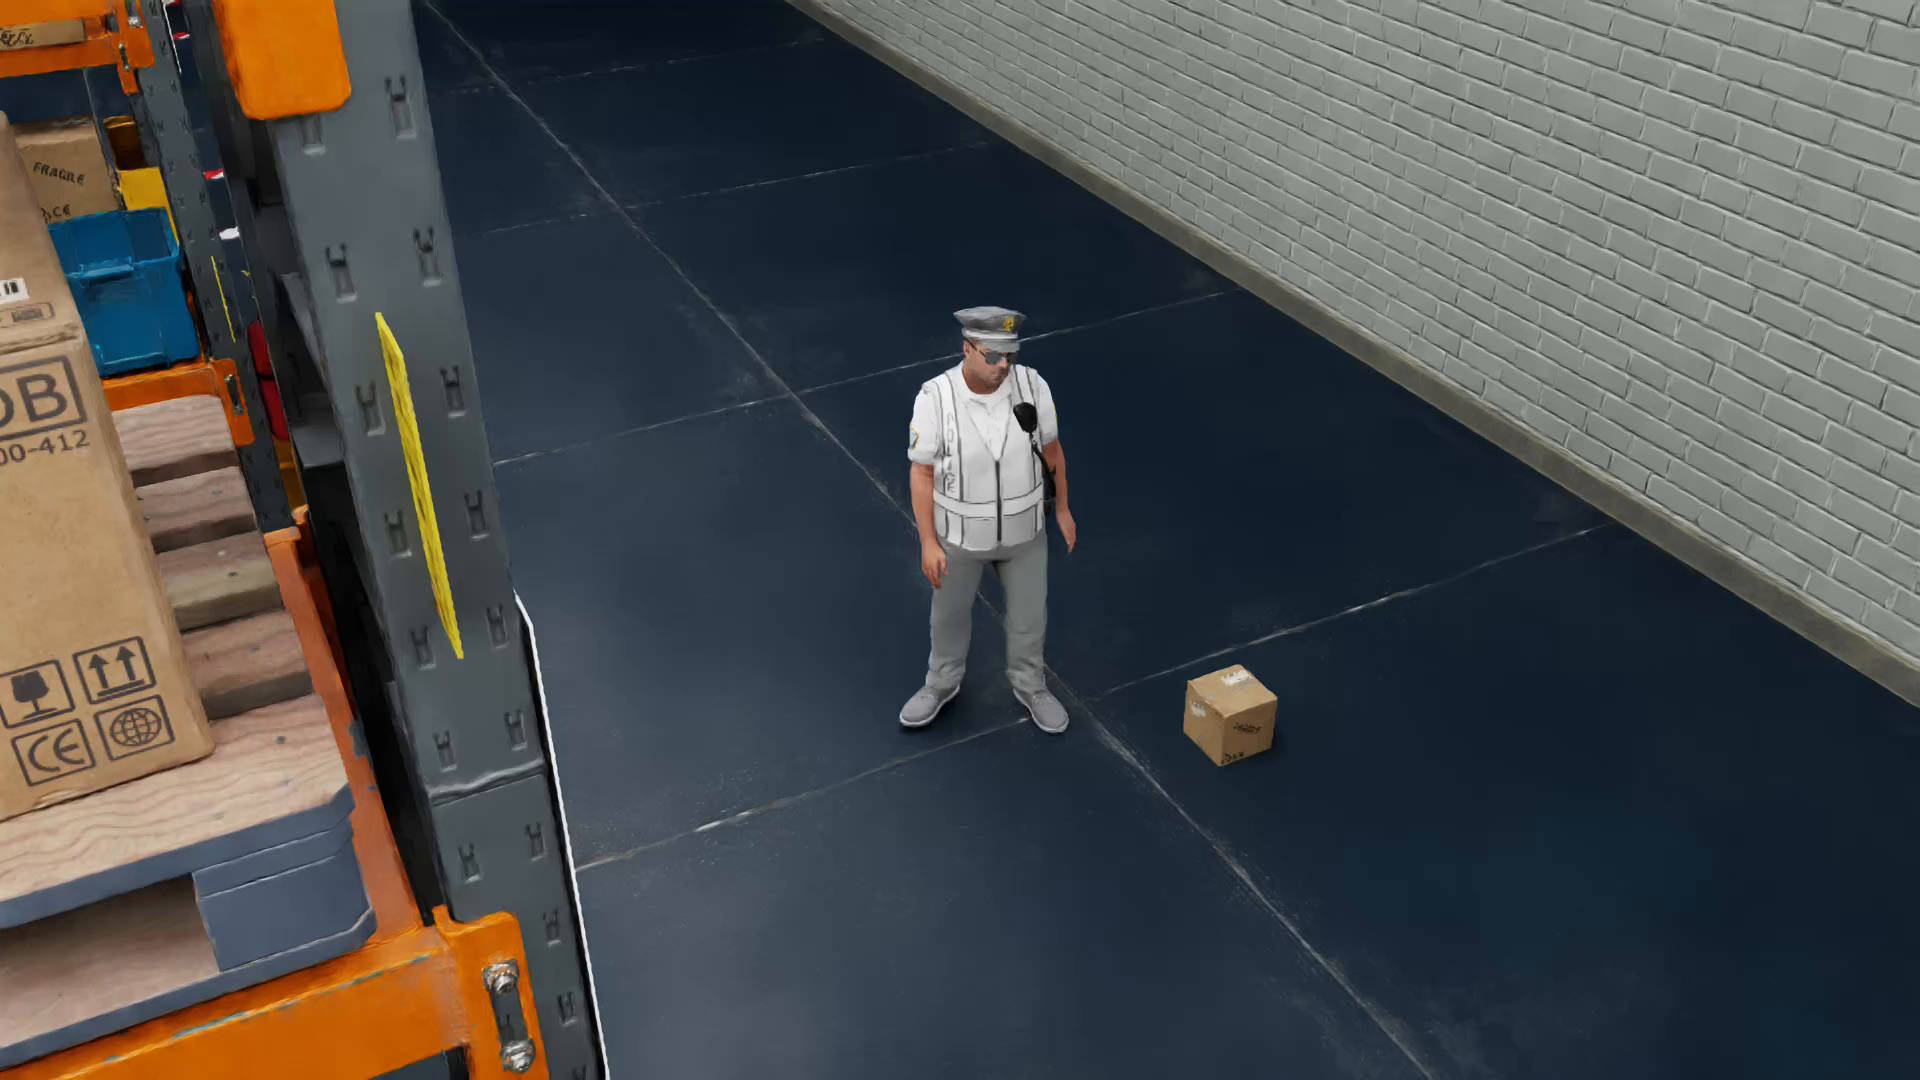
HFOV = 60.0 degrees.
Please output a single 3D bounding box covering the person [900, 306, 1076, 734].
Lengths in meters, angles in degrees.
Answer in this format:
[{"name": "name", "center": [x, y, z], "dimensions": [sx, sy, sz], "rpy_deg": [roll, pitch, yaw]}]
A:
[{"name": "person", "center": [0.100, -0.054, 6.165], "dimensions": [0.690, 1.770, 0.398], "rpy_deg": [-6, 33, -9]}]
